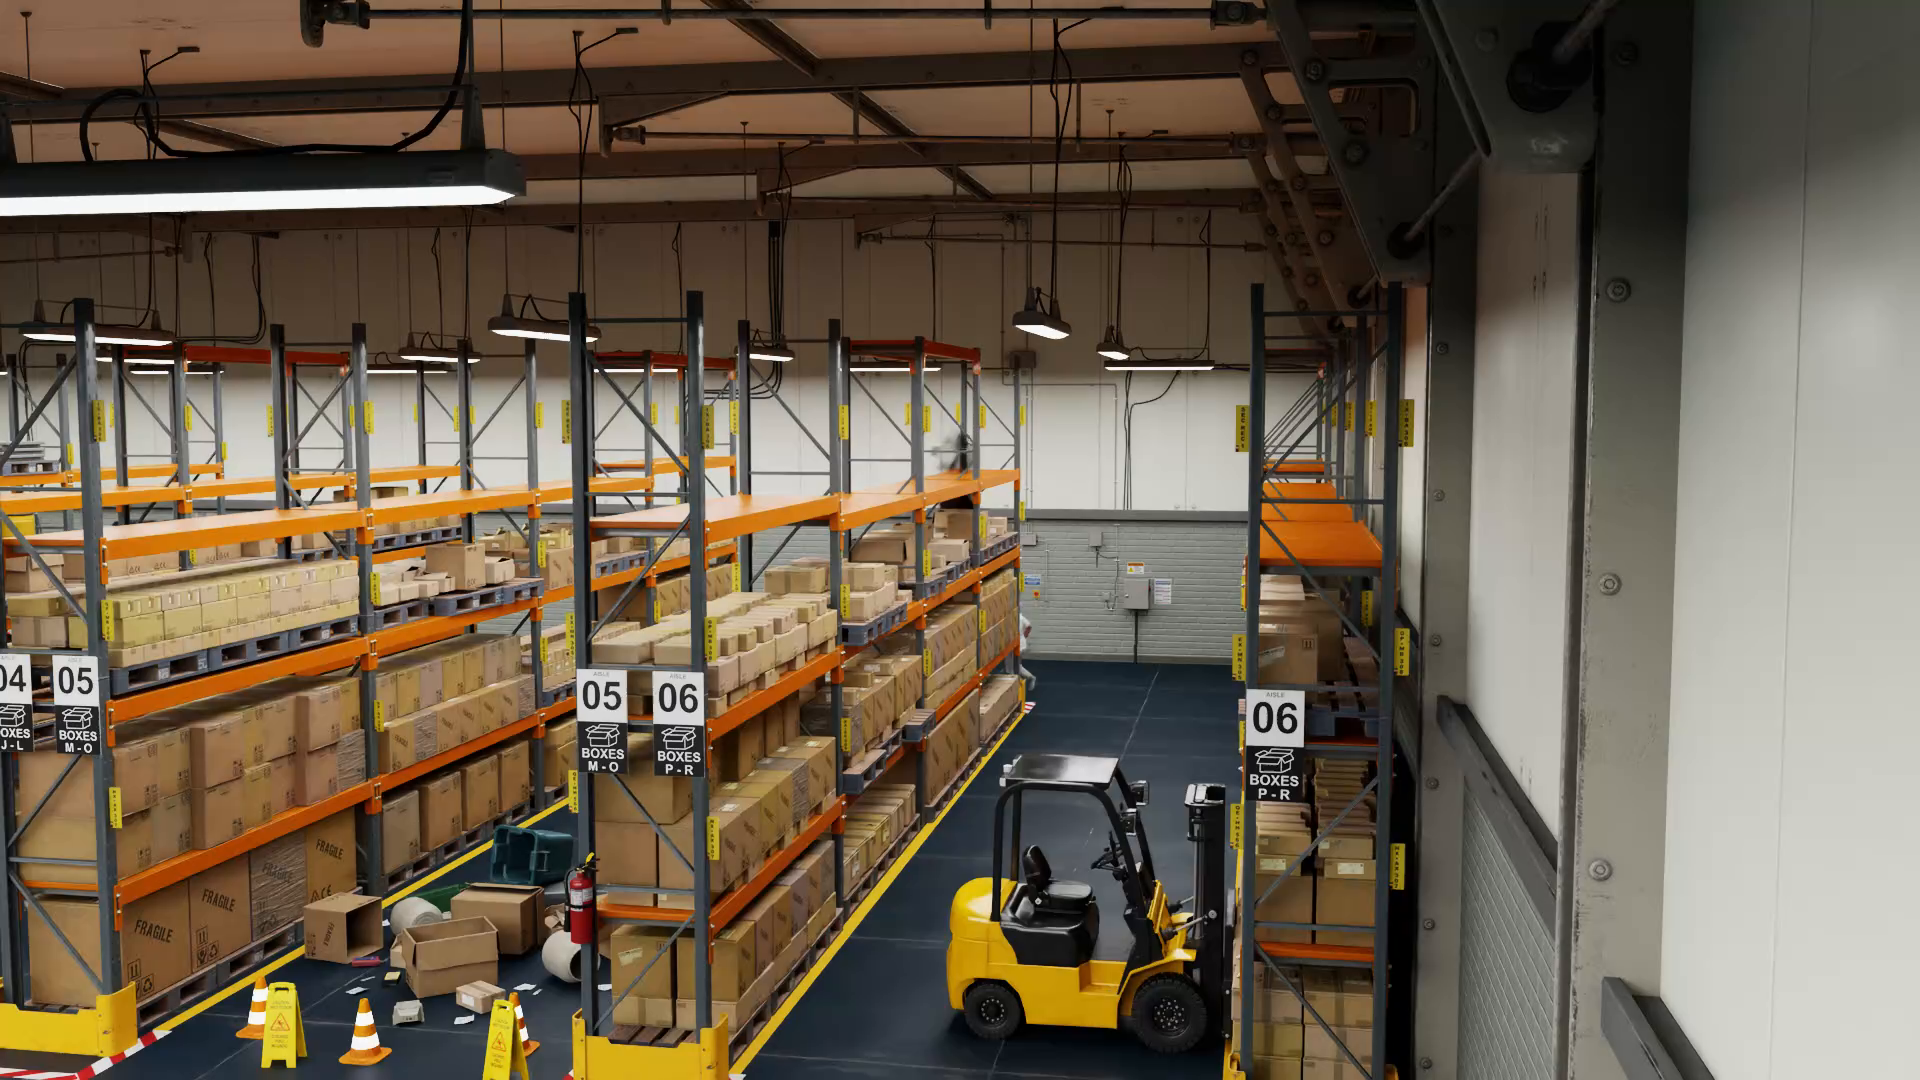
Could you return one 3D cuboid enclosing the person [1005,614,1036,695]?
[{"bbox_3d":[0.954,1.919,29.540,0.572,1.719,0.737,3,6,35],"label":"person"}]

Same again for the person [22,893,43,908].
[{"bbox_3d":[-8.765,3.075,15.967,0.592,1.616,0.588,0,5,-5],"label":"person"}]
